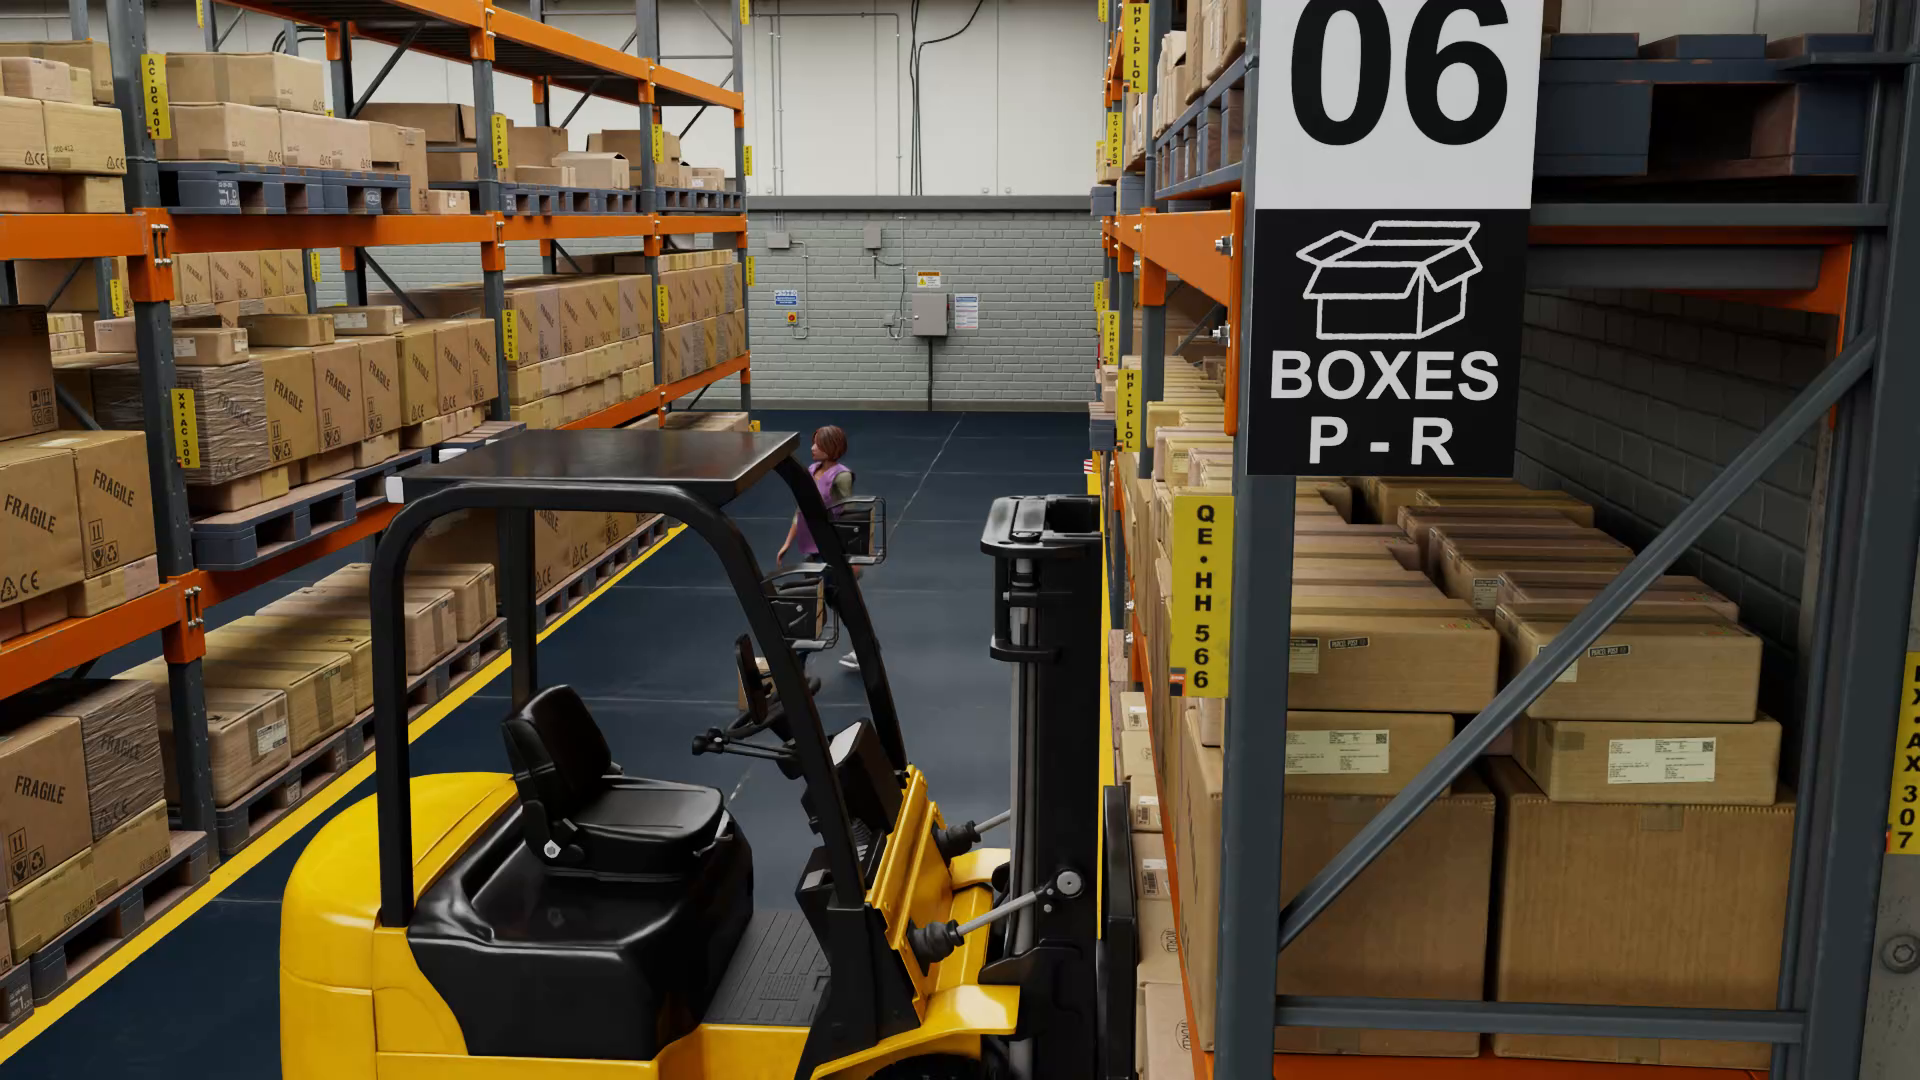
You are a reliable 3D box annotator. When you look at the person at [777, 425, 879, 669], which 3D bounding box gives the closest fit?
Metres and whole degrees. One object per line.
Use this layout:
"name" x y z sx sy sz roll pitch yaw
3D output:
"person" -0.872 0.082 10.064 0.917 1.531 0.442 -7 13 -33
